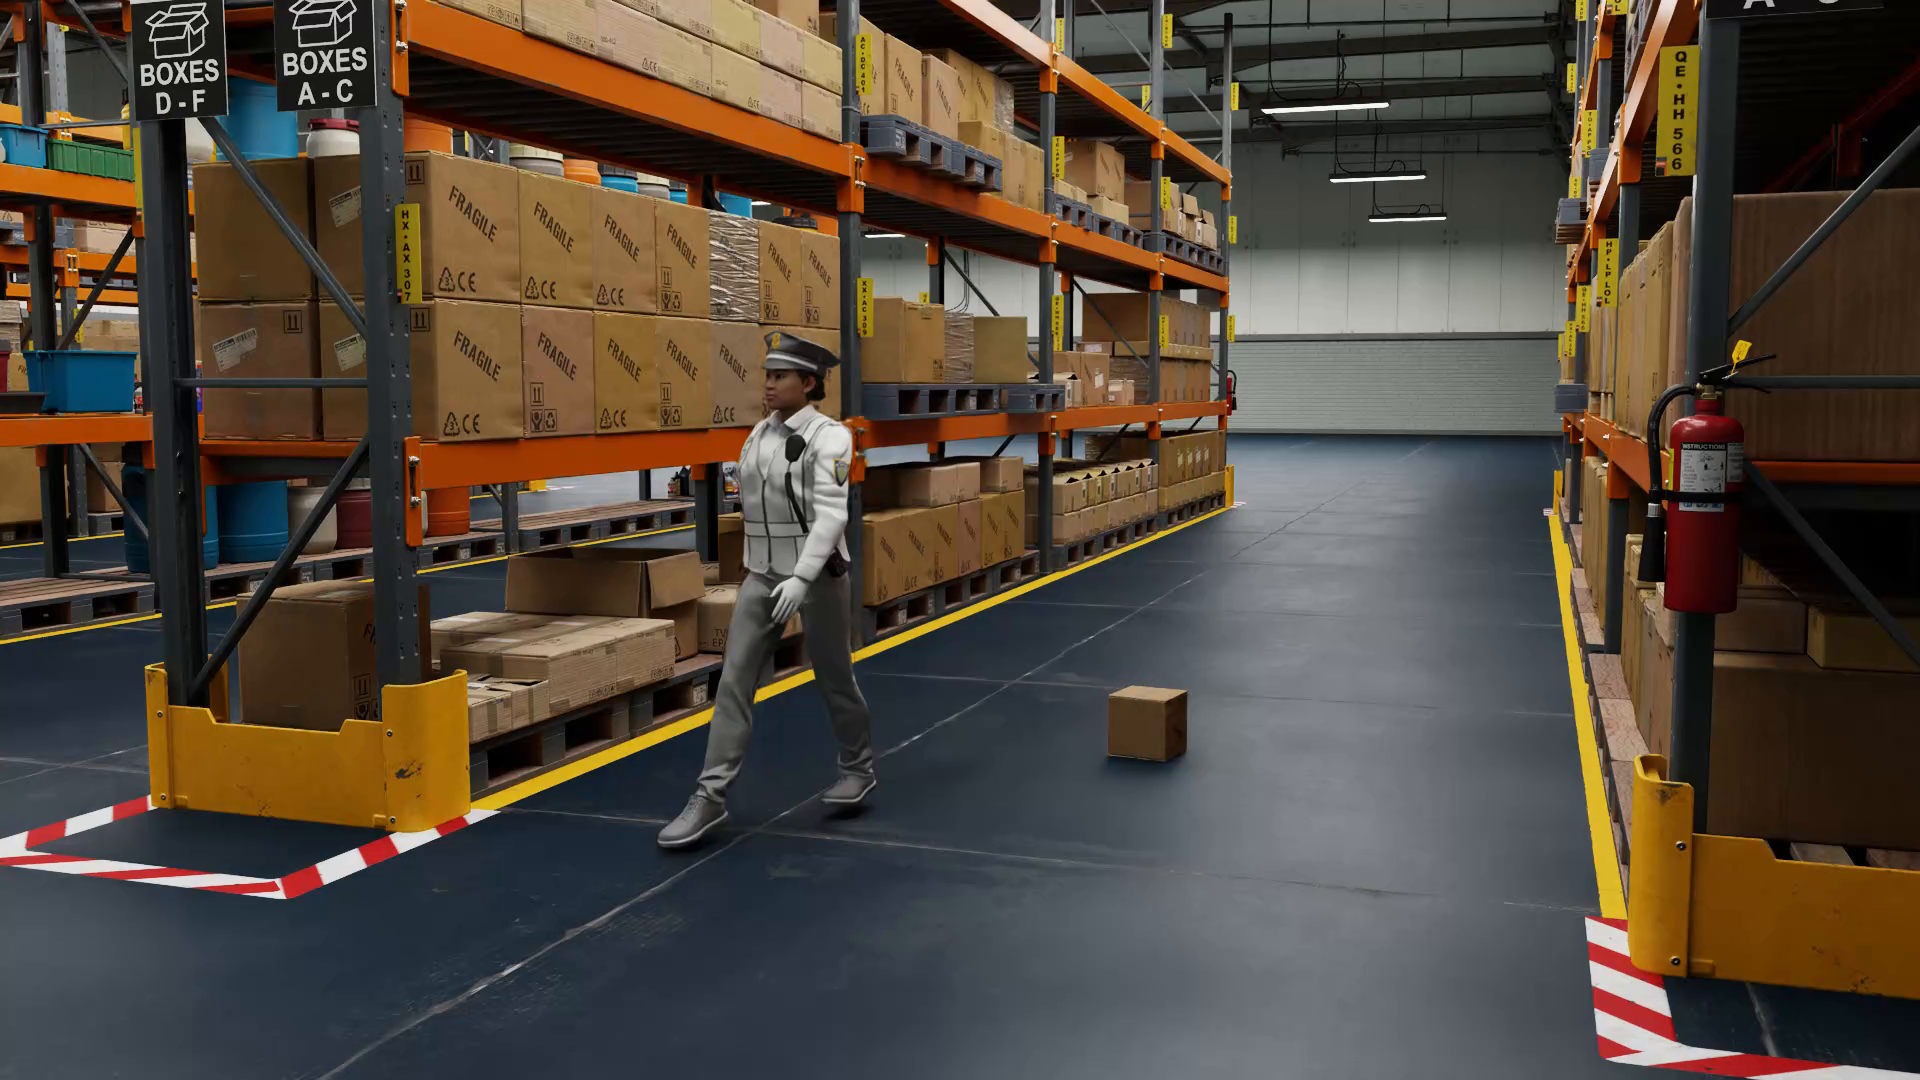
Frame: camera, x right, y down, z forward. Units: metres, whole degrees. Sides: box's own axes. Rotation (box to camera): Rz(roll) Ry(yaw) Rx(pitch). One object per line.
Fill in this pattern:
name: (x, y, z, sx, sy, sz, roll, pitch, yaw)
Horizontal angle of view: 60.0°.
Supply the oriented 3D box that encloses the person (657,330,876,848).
person: (-0.598, 0.133, 5.543, 0.500, 1.654, 0.922, 4, 6, 34)
